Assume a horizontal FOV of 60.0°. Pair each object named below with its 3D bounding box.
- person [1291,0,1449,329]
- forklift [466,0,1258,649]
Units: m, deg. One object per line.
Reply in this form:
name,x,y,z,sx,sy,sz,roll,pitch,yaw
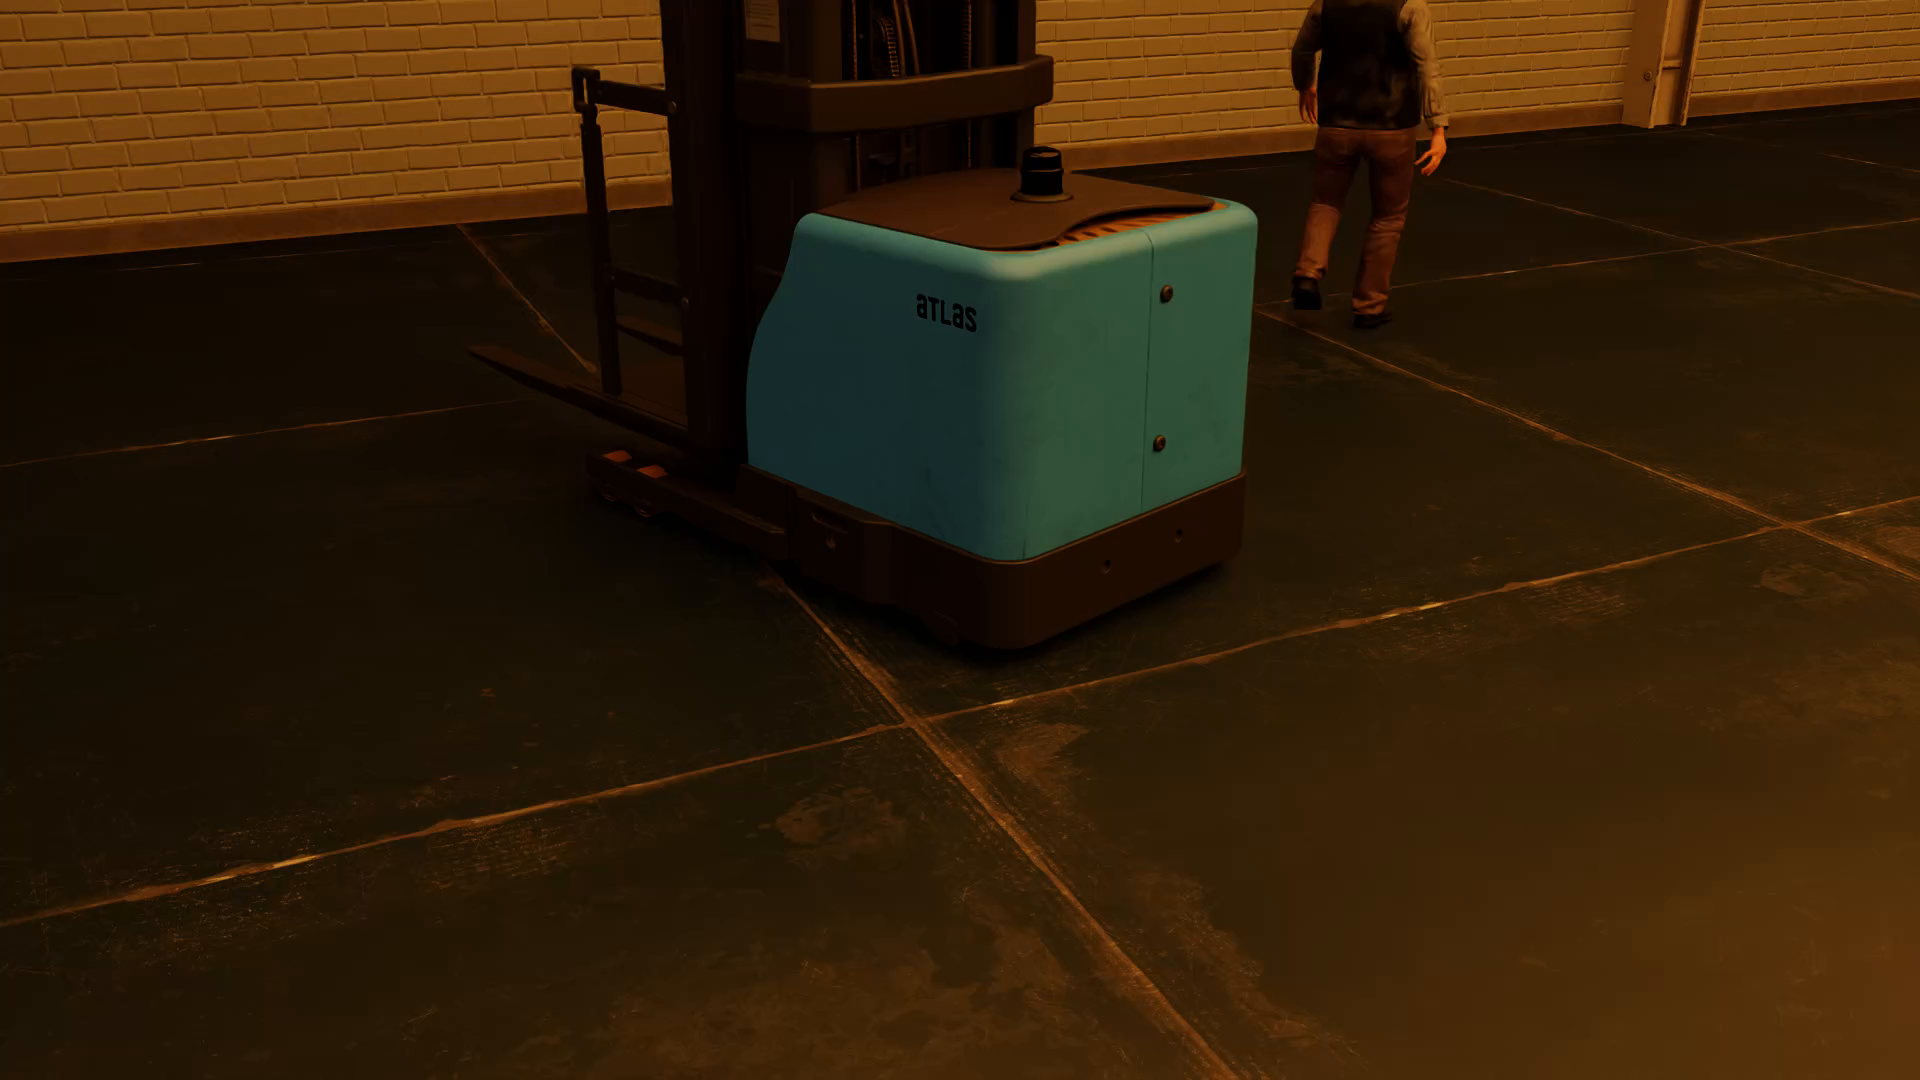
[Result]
person,1.729,-1.744,7.089,0.771,1.704,0.581,13,26,29
forklift,-0.565,-1.546,5.008,1.130,2.935,3.031,-21,30,-40
